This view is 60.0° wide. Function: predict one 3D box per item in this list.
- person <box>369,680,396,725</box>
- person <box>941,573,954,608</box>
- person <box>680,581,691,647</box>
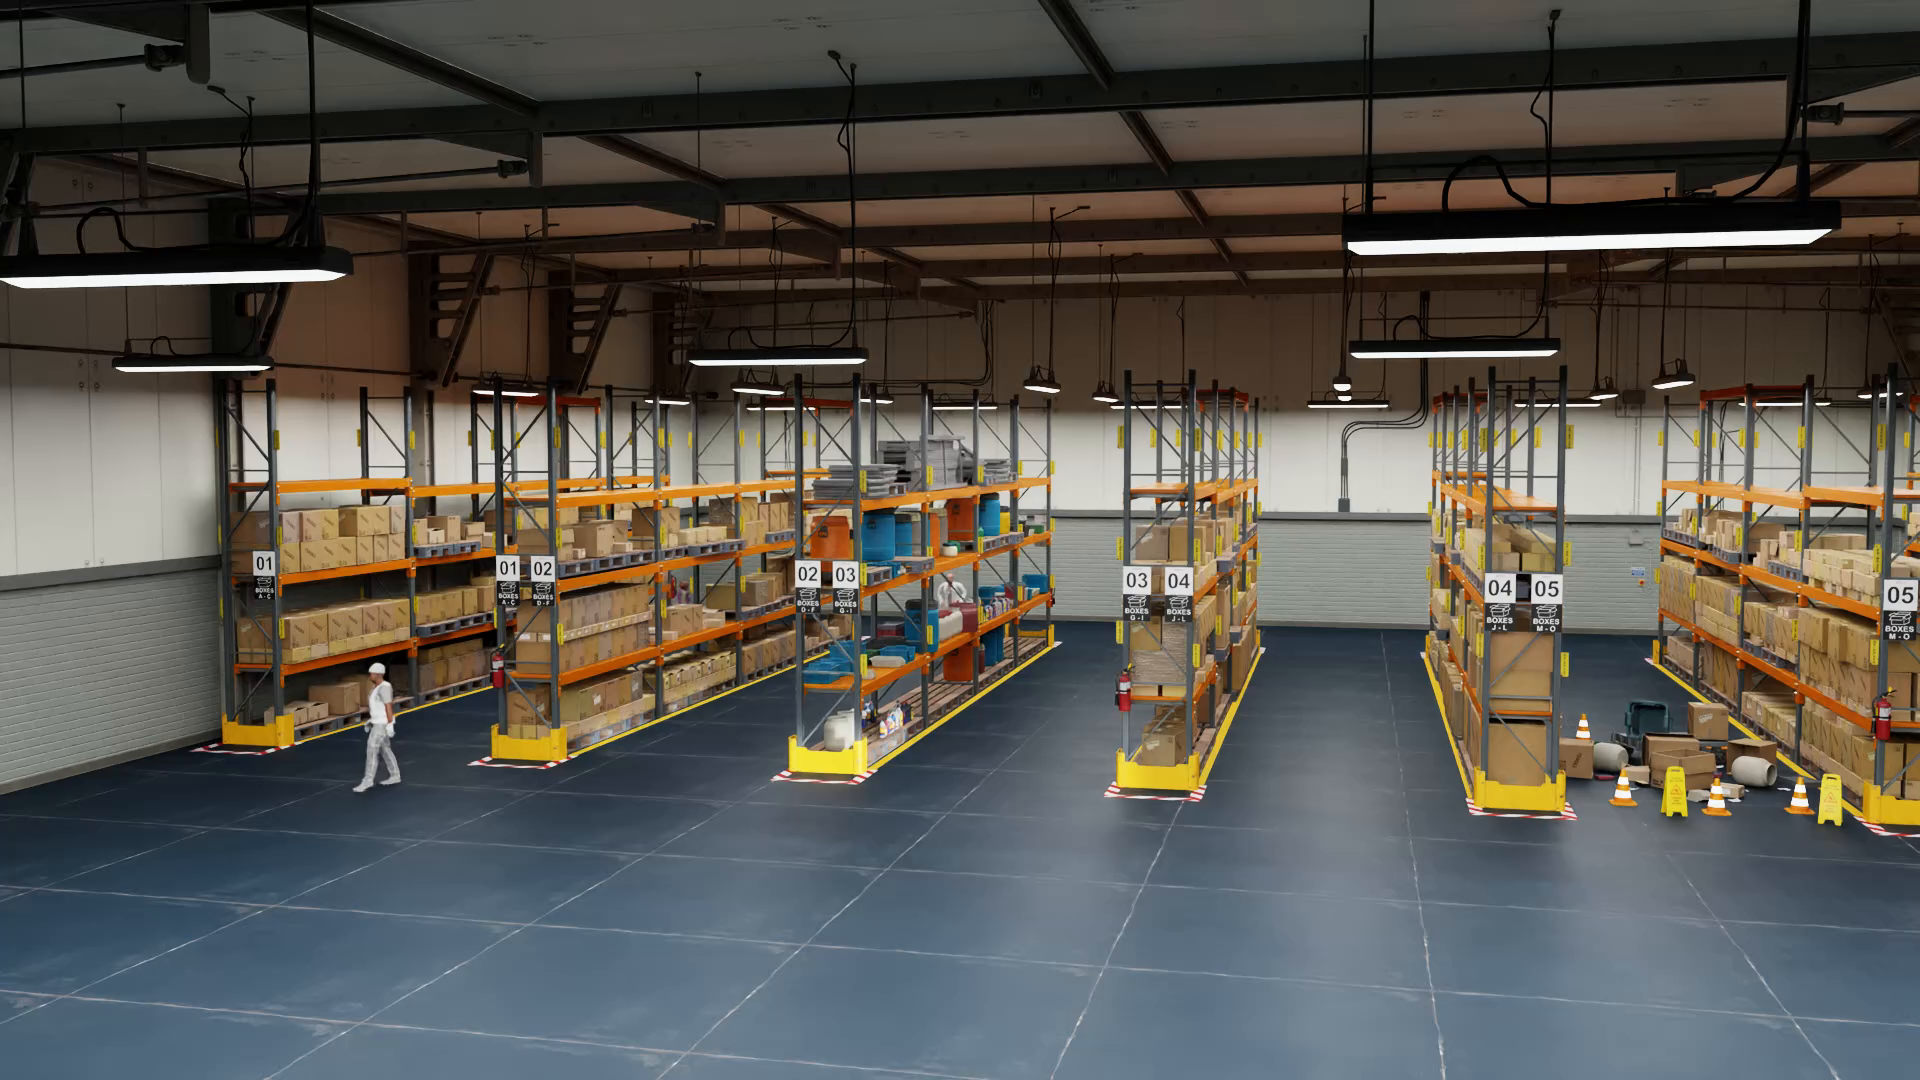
[{"bbox_3d":[-8.363,2.350,24.059,0.361,0.635,0.572,-1,4,-22],"label":"person"},{"bbox_3d":[-0.190,1.662,41.800,0.683,1.685,0.656,1,4,23],"label":"person"},{"bbox_3d":[-6.697,1.784,40.219,0.424,1.594,0.457,-2,4,-31],"label":"person"}]
